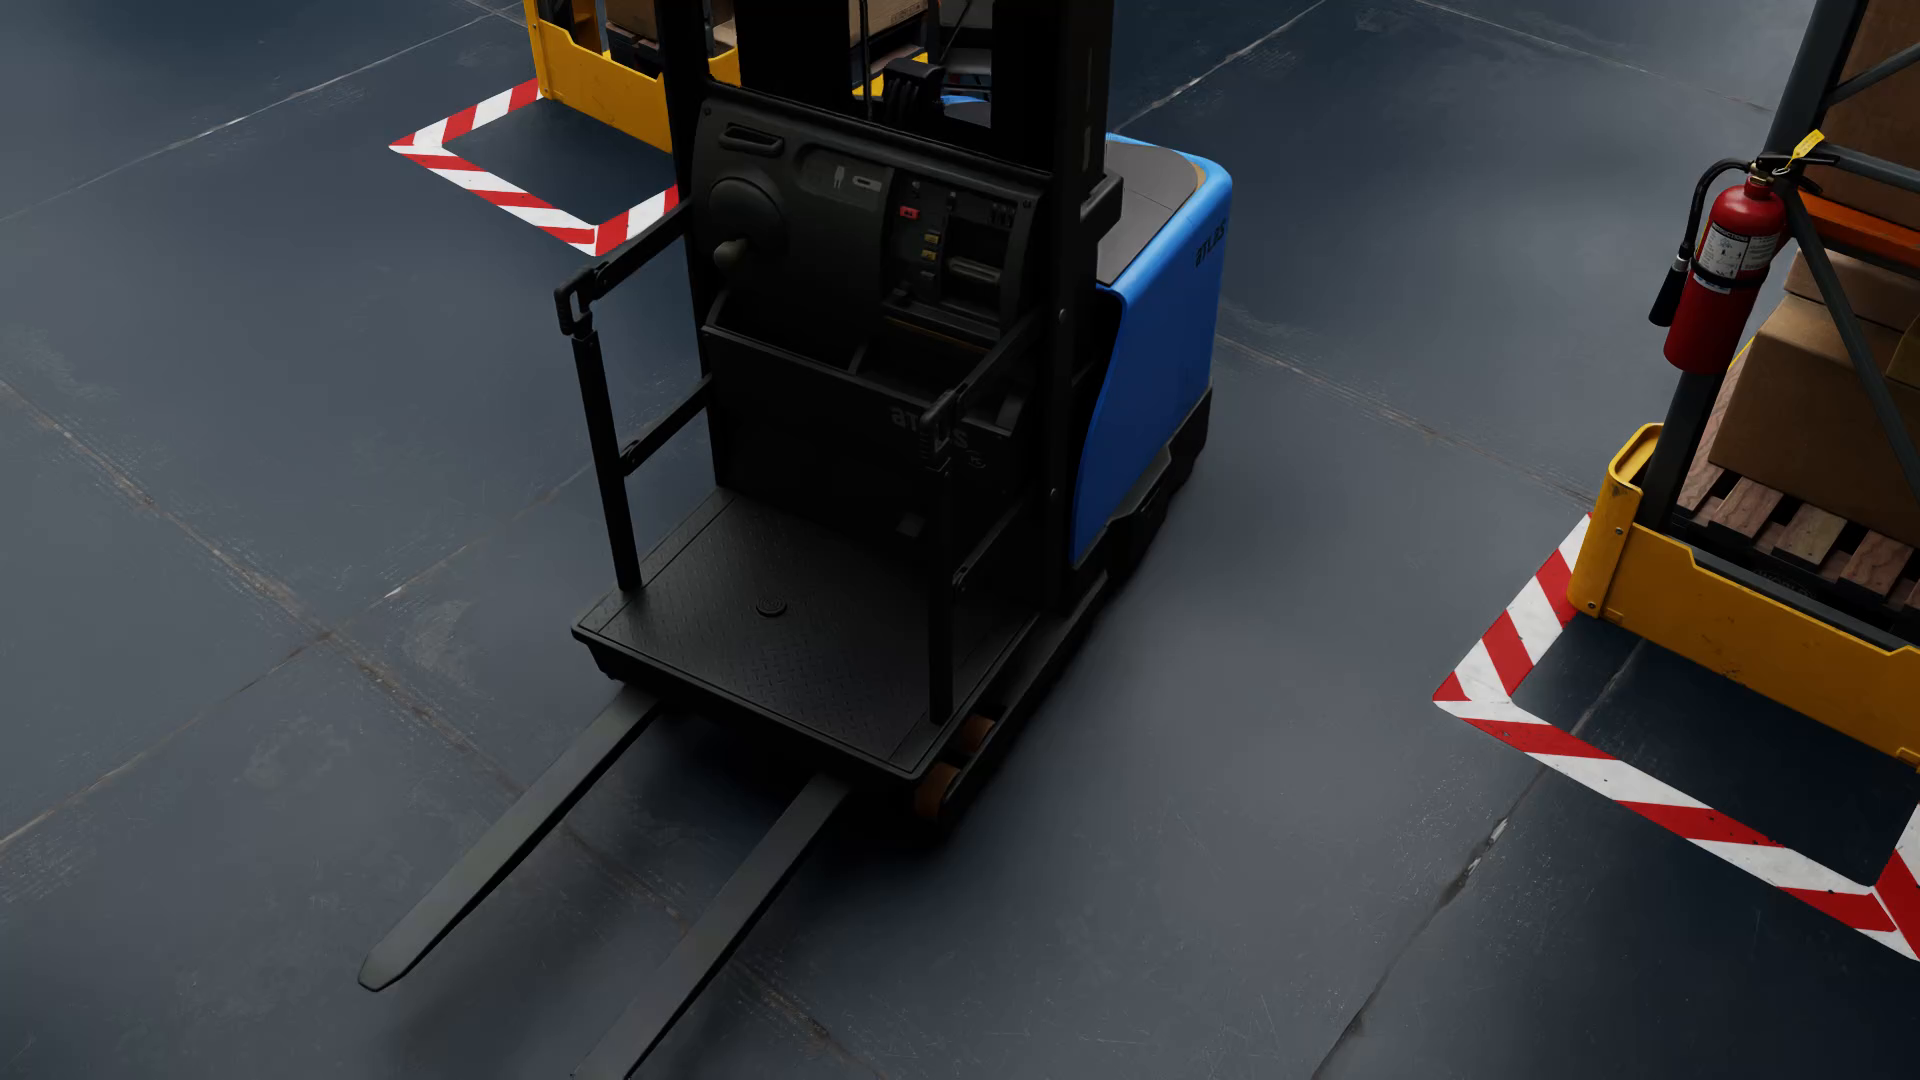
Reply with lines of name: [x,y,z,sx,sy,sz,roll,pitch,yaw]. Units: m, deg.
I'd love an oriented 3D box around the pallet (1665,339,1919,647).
pallet: [2.845,-0.189,5.301,1.003,0.211,1.213,29,50,28]

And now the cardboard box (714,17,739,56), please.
cardboard box: [-0.871,-2.092,7.114,0.380,0.149,0.250,29,50,28]

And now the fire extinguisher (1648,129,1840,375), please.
fire extinguisher: [1.940,-0.730,4.158,0.296,0.674,0.183,29,50,28]

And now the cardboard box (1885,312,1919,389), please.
cardboard box: [2.837,-0.498,4.632,0.380,0.149,0.250,30,50,29]

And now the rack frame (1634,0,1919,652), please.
rack frame: [2.390,-0.775,3.872,1.000,3.000,0.127,29,50,28]

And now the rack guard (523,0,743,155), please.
rack guard: [-1.355,-2.032,7.113,1.175,0.500,0.348,29,50,28]

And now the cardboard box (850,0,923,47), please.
cardboard box: [-0.515,-2.478,7.462,0.500,0.250,0.500,29,50,28]

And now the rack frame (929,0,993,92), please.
rack frame: [0.104,-1.420,5.251,0.400,2.100,0.015,5,43,6]

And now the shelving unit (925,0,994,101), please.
shelving unit: [0.136,-1.583,5.430,0.431,2.100,0.503,5,43,6]

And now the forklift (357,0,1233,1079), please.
forklift: [-0.348,-0.686,3.825,1.130,2.935,3.031,21,46,21]

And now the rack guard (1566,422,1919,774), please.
rack guard: [2.375,0.162,4.700,1.175,0.500,0.348,29,50,28]

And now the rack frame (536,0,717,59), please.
rack frame: [-1.404,-2.918,6.229,1.000,3.000,0.127,29,50,28]

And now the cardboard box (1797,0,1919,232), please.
cardboard box: [2.711,-1.153,4.065,0.980,0.700,0.700,32,51,30]

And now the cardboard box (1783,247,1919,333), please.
cardboard box: [2.707,-0.794,4.957,0.380,0.149,0.250,29,50,28]

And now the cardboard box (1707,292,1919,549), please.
cardboard box: [2.764,-0.409,5.016,0.700,0.500,0.500,29,50,28]

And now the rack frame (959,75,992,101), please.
rack frame: [0.168,-1.746,5.609,0.400,2.100,0.015,5,43,6]

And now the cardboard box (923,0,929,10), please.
cardboard box: [-0.193,-2.735,7.745,0.500,0.250,0.500,29,50,28]

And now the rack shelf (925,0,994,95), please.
rack shelf: [0.136,-1.573,5.439,0.431,0.518,0.480,5,43,6]

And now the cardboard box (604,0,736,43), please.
cardboard box: [-1.242,-2.542,7.347,0.500,0.500,0.500,29,50,28]

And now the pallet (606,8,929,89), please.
pallet: [-0.842,-2.336,7.662,1.003,0.211,1.213,29,50,28]

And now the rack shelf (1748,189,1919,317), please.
rack shelf: [3.678,-1.538,5.247,1.077,0.370,4.000,29,50,28]
